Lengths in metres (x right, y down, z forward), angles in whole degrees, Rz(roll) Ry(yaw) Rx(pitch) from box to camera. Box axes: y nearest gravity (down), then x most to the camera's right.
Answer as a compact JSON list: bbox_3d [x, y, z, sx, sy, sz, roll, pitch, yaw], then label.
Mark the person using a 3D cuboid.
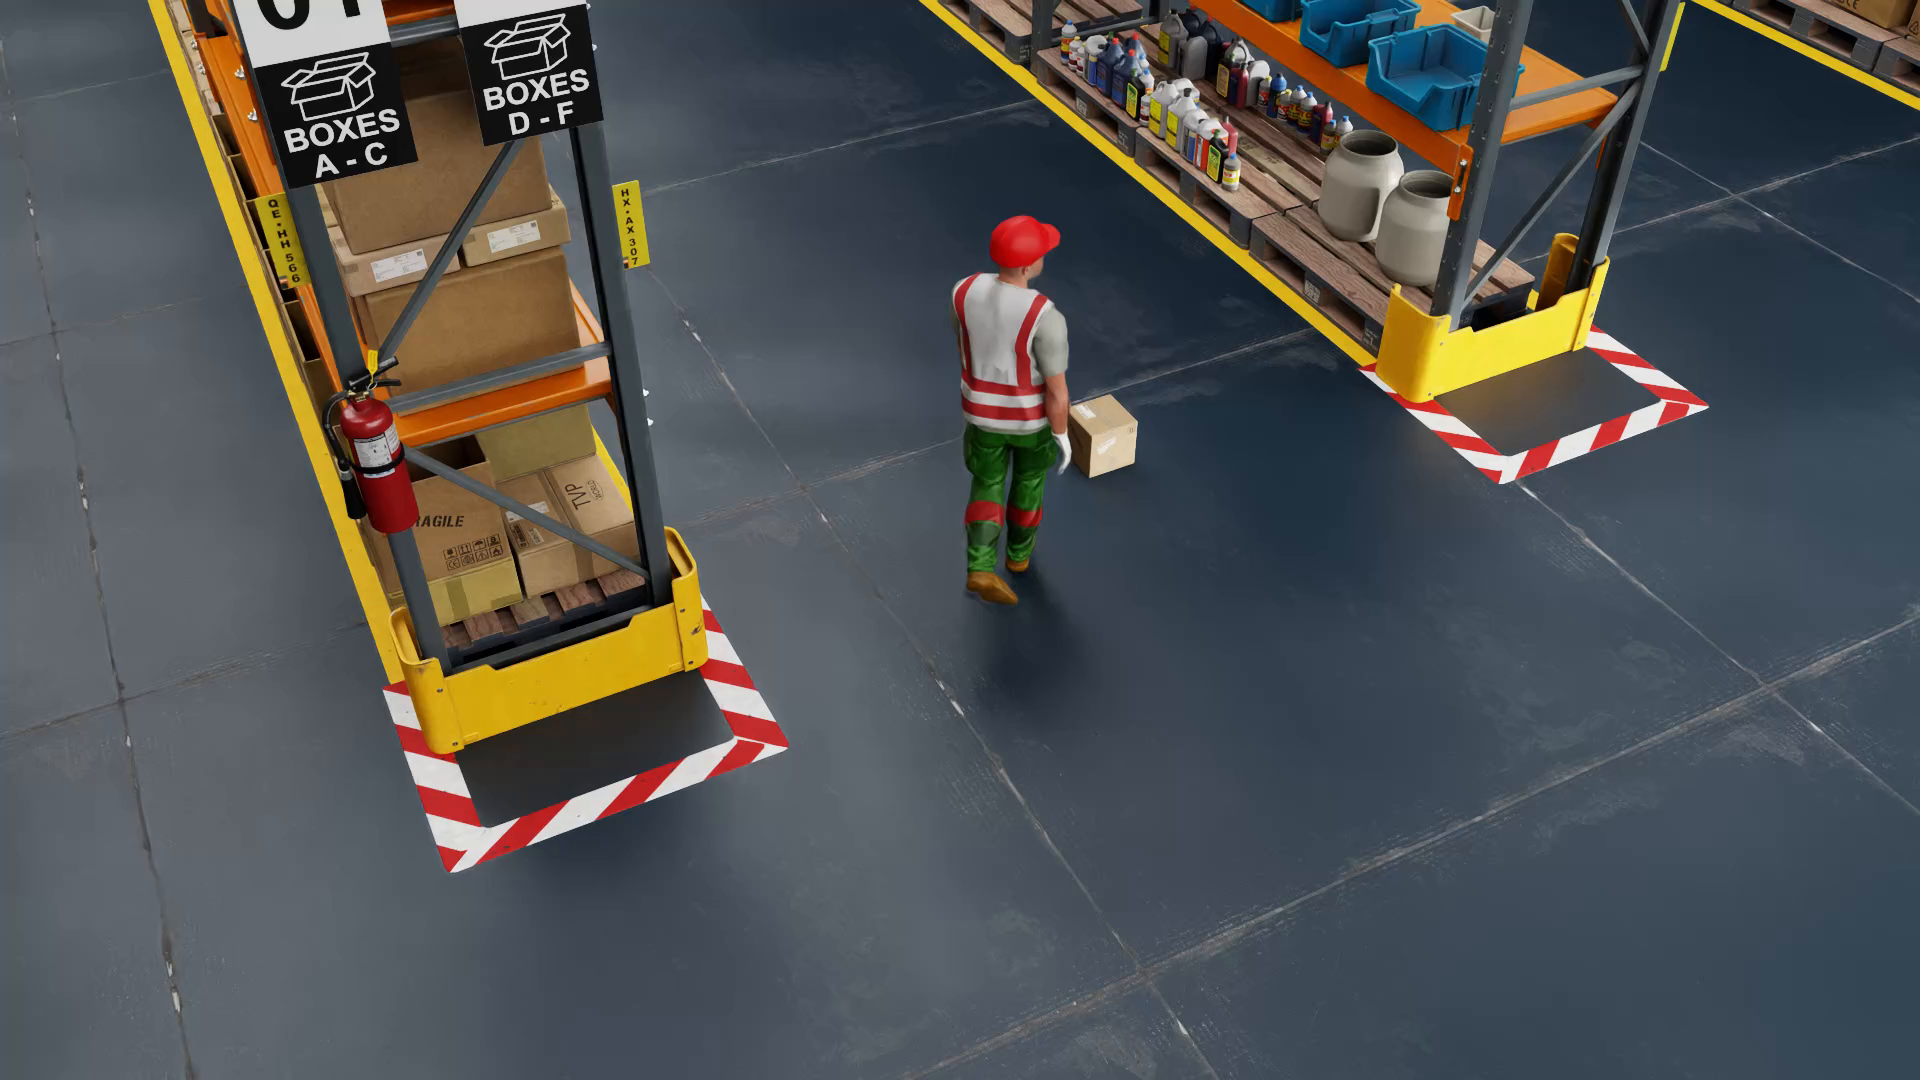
[{"bbox_3d":[0.190,-0.481,6.691,0.555,1.761,0.741,12,42,13],"label":"person"}]
